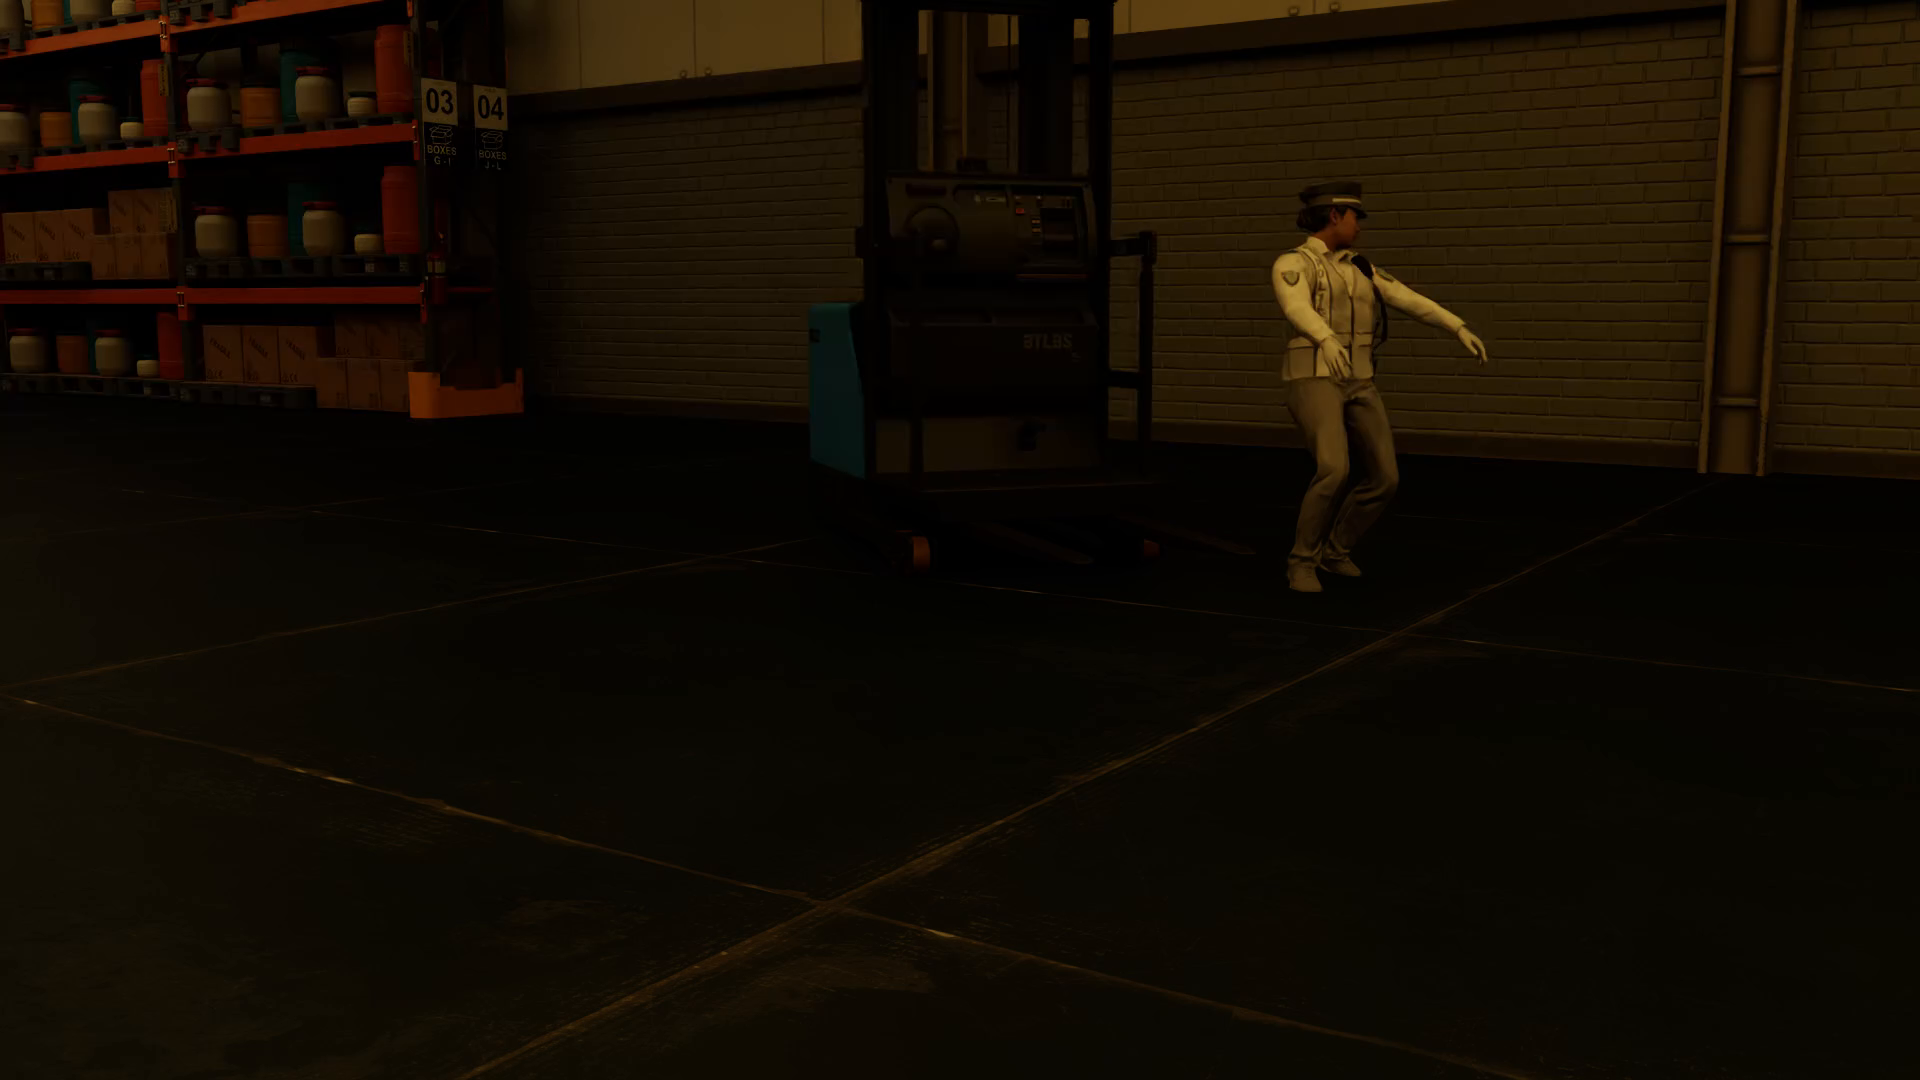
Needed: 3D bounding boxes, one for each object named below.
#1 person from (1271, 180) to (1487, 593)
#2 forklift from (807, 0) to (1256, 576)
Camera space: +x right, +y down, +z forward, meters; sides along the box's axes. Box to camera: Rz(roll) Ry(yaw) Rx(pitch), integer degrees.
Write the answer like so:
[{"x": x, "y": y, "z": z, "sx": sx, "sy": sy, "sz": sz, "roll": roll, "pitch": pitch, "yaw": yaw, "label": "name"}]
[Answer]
[{"x": 1.549, "y": -0.569, "z": 6.405, "sx": 0.810, "sy": 1.614, "sz": 0.615, "roll": -5, "pitch": 9, "yaw": -29, "label": "person"}, {"x": 0.207, "y": -1.370, "z": 6.827, "sx": 1.130, "sy": 2.935, "sz": 3.031, "roll": -3, "pitch": 9, "yaw": -19, "label": "forklift"}]
